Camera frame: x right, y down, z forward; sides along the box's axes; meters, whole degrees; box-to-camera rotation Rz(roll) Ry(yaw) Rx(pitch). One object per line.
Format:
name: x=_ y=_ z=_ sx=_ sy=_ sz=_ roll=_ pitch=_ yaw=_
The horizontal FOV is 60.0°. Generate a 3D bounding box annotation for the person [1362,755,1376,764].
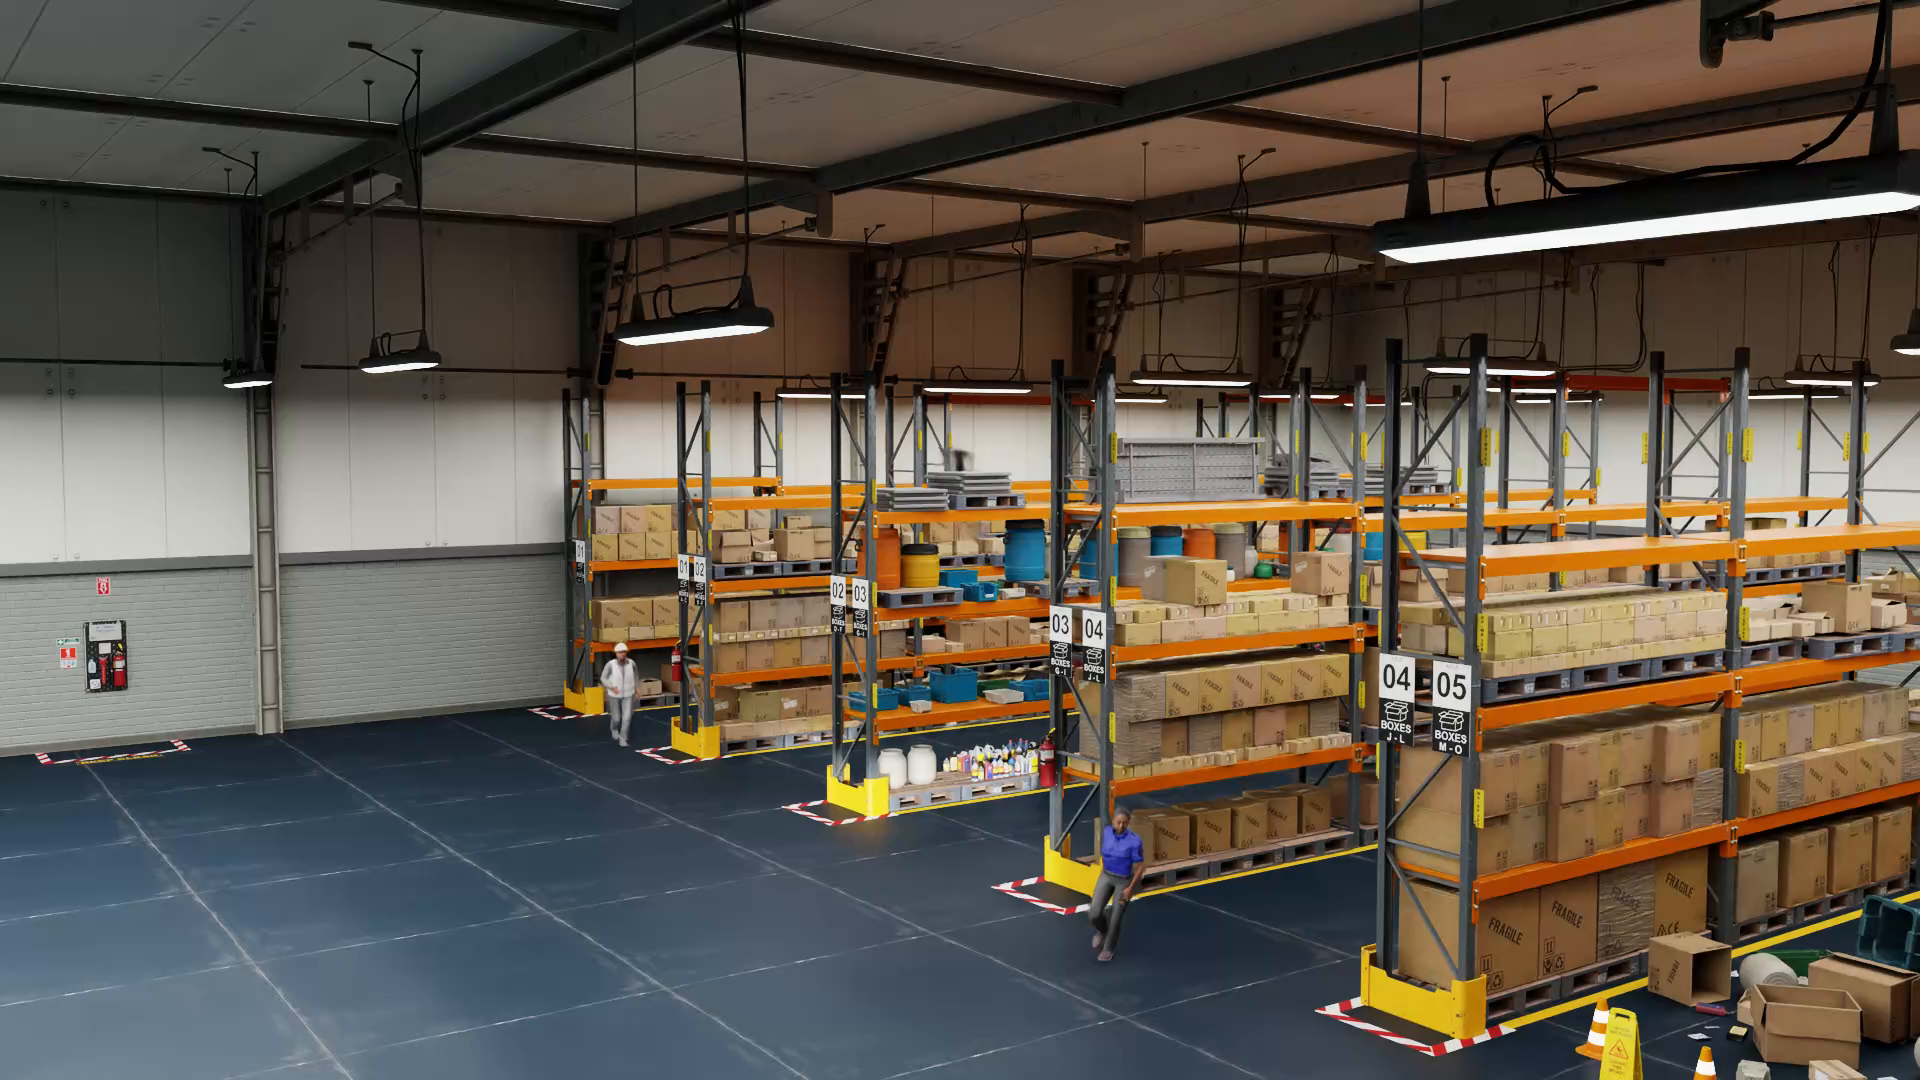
person: x=6.230 y=2.632 z=25.782 sx=0.807 sy=1.731 sz=0.683 roll=-2 pitch=4 yaw=-34

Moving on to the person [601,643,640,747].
person: x=-5.628 y=2.547 z=27.551 sx=0.654 sy=1.727 sz=0.758 roll=-1 pitch=4 yaw=-19

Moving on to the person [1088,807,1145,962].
person: x=1.527 y=3.338 z=16.151 sx=0.606 sy=1.568 sz=0.692 roll=2 pitch=4 yaw=23
